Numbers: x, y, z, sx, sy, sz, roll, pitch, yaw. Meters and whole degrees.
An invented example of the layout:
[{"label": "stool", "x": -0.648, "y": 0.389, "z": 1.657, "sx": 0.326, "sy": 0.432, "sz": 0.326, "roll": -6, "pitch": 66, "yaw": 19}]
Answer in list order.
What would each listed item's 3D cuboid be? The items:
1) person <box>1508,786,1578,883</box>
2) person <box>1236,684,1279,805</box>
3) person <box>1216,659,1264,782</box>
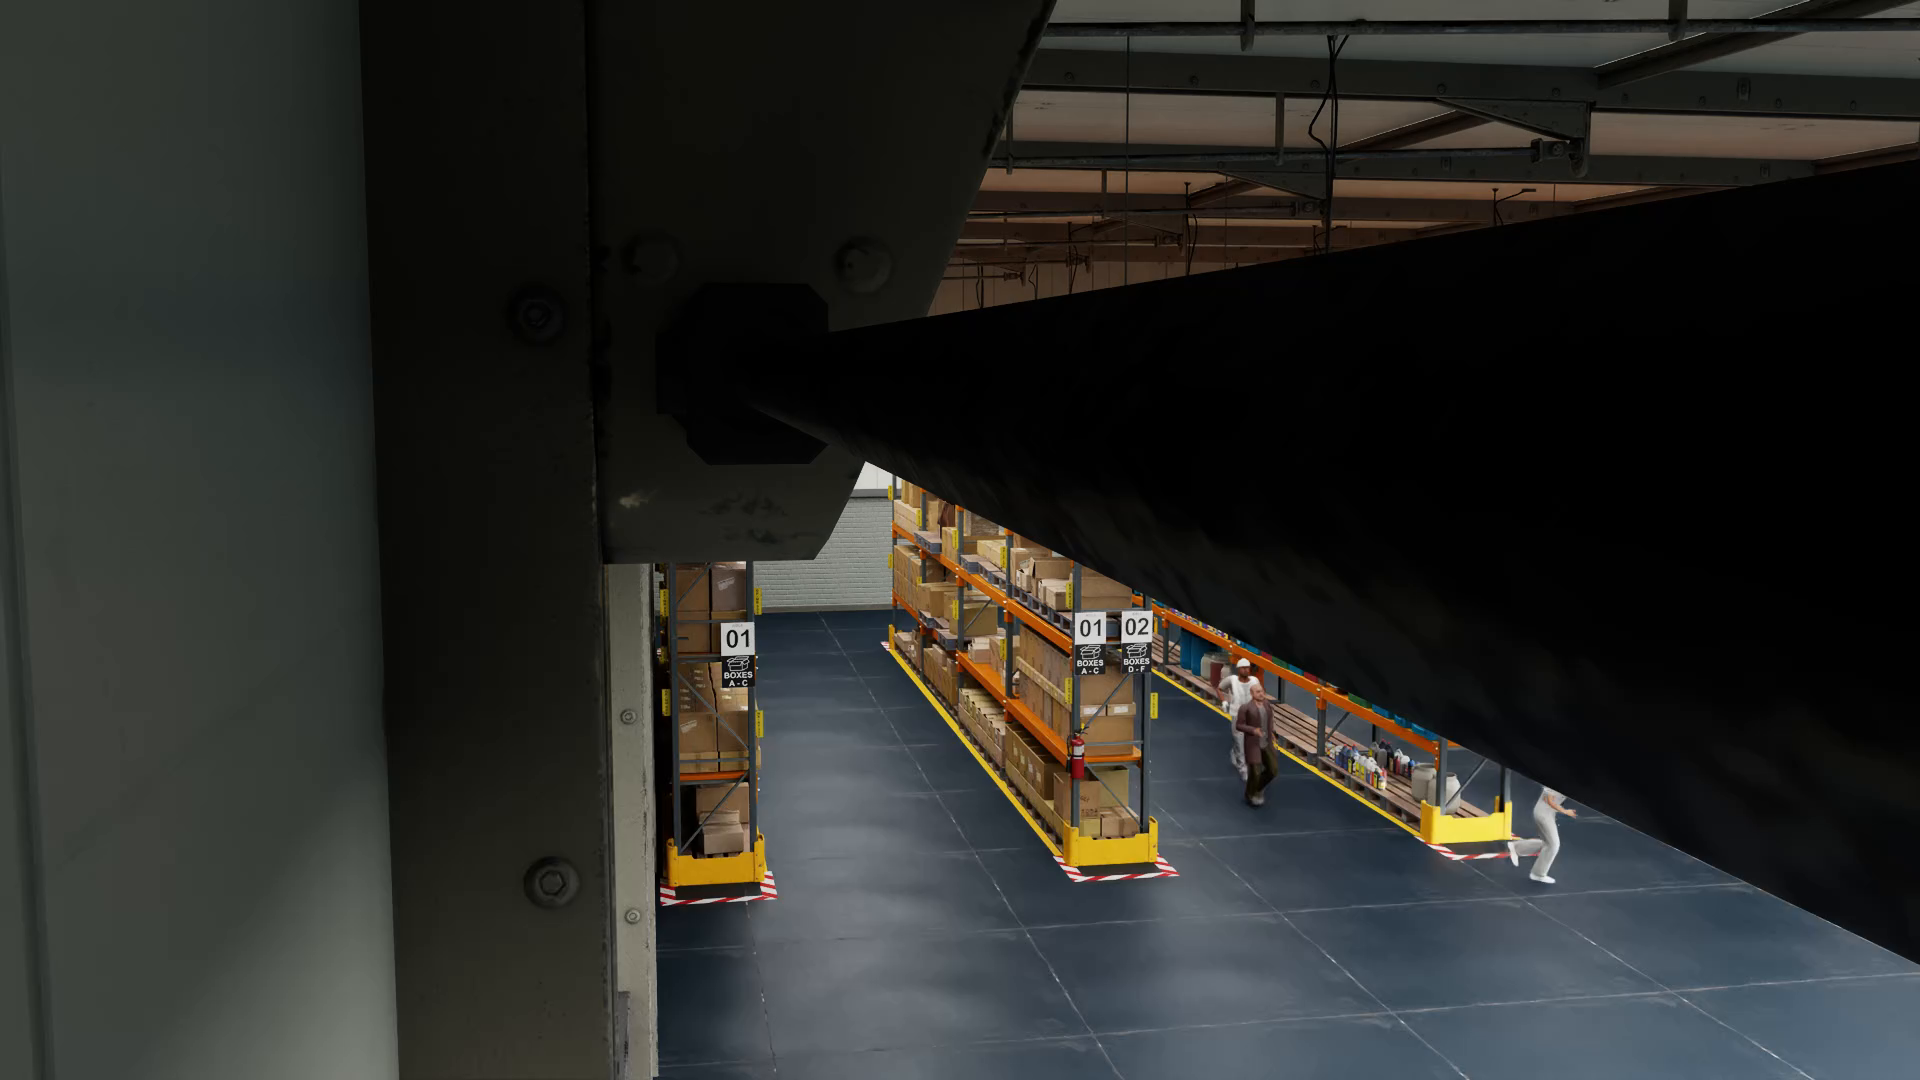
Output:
[{"label": "person", "x": 7.139, "y": 3.385, "z": 20.320, "sx": 0.819, "sy": 1.579, "sz": 0.565, "roll": 3, "pitch": 7, "yaw": 29}, {"label": "person", "x": 4.264, "y": 2.913, "z": 23.557, "sx": 0.697, "sy": 1.741, "sz": 0.639, "roll": -3, "pitch": 7, "yaw": -23}, {"label": "person", "x": 4.301, "y": 2.693, "z": 25.322, "sx": 0.679, "sy": 1.797, "sz": 0.988, "roll": -1, "pitch": 6, "yaw": -12}]
